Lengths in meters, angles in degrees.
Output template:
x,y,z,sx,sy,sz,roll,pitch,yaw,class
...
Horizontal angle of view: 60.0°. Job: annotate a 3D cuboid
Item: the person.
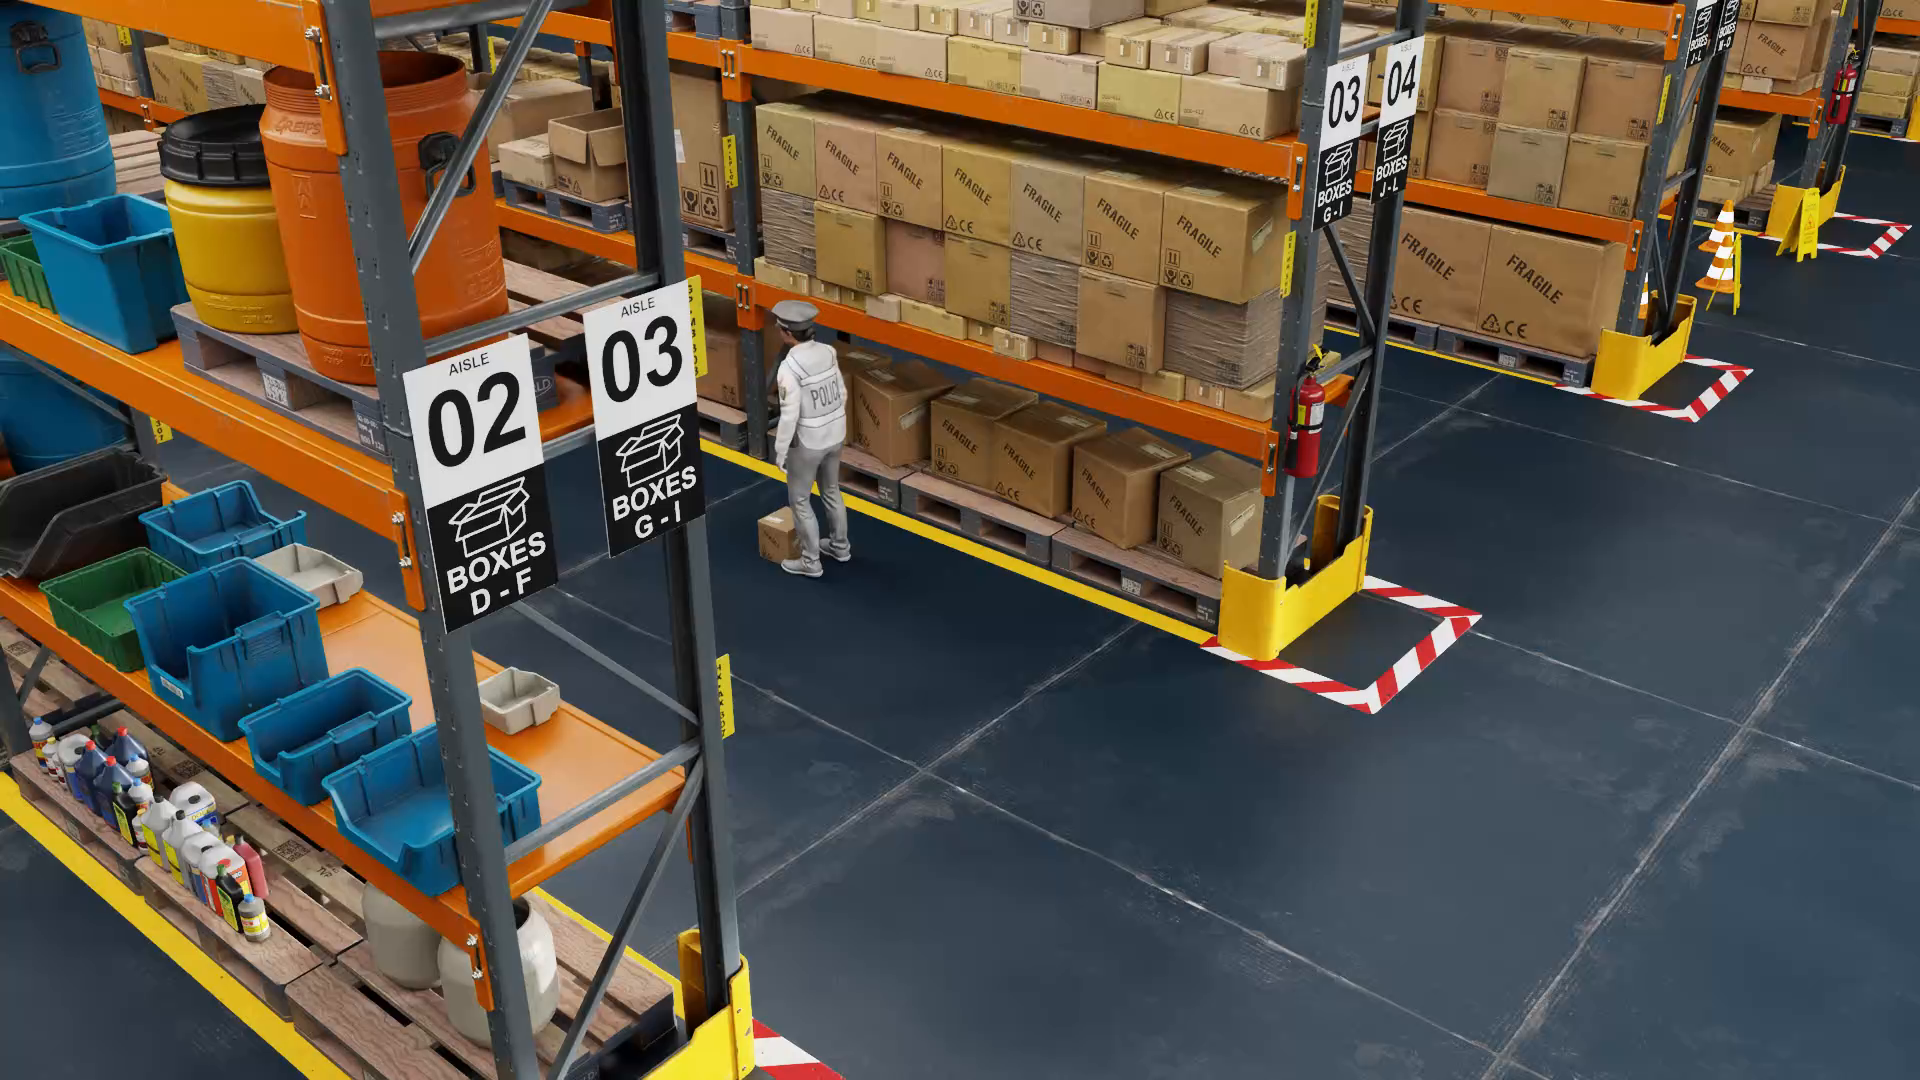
x,y,z,sx,sy,sz,roll,pitch,yaw,class
-0.873,-0.576,9.722,0.378,1.663,0.538,20,34,33,person
